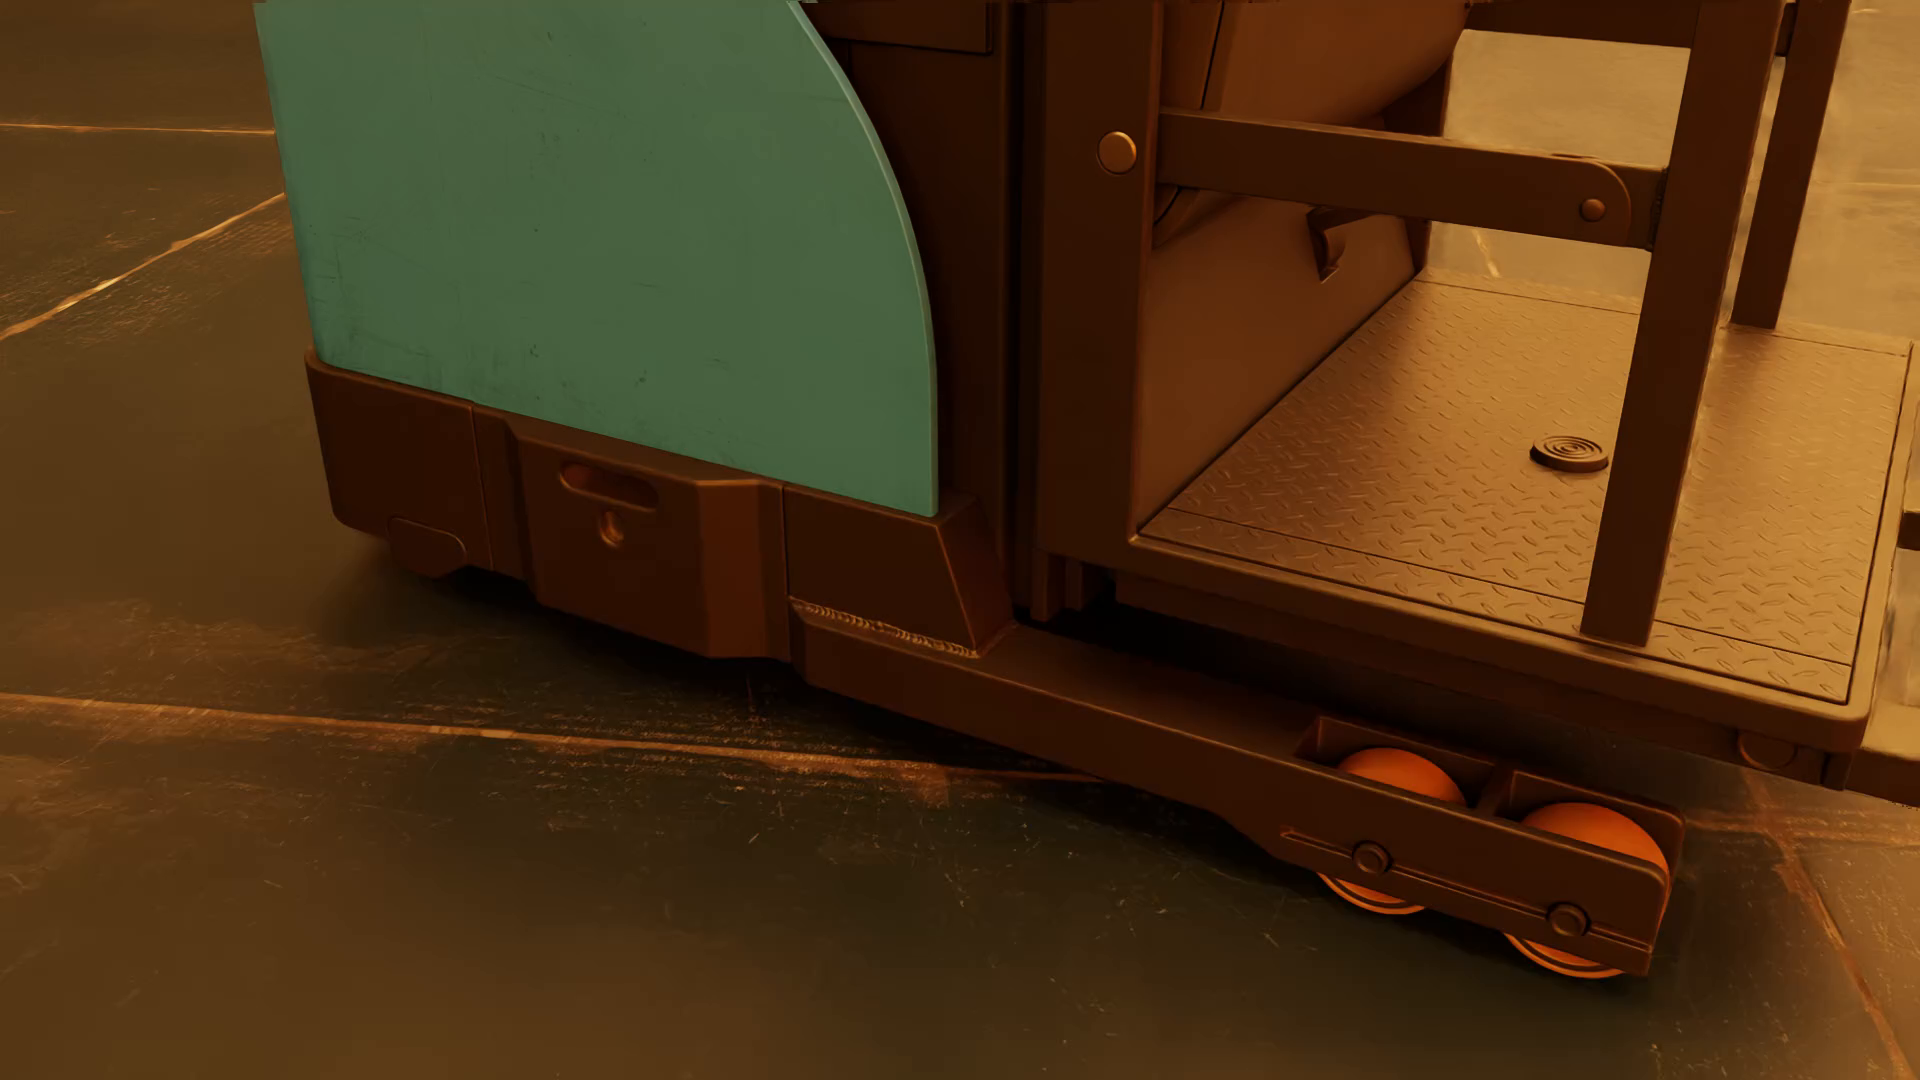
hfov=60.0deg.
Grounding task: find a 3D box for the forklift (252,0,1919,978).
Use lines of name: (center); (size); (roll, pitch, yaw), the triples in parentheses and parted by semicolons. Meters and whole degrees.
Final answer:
forklift: (0.616, -1.154, 1.529); (3.031, 2.935, 1.130); (14, 30, 26)
